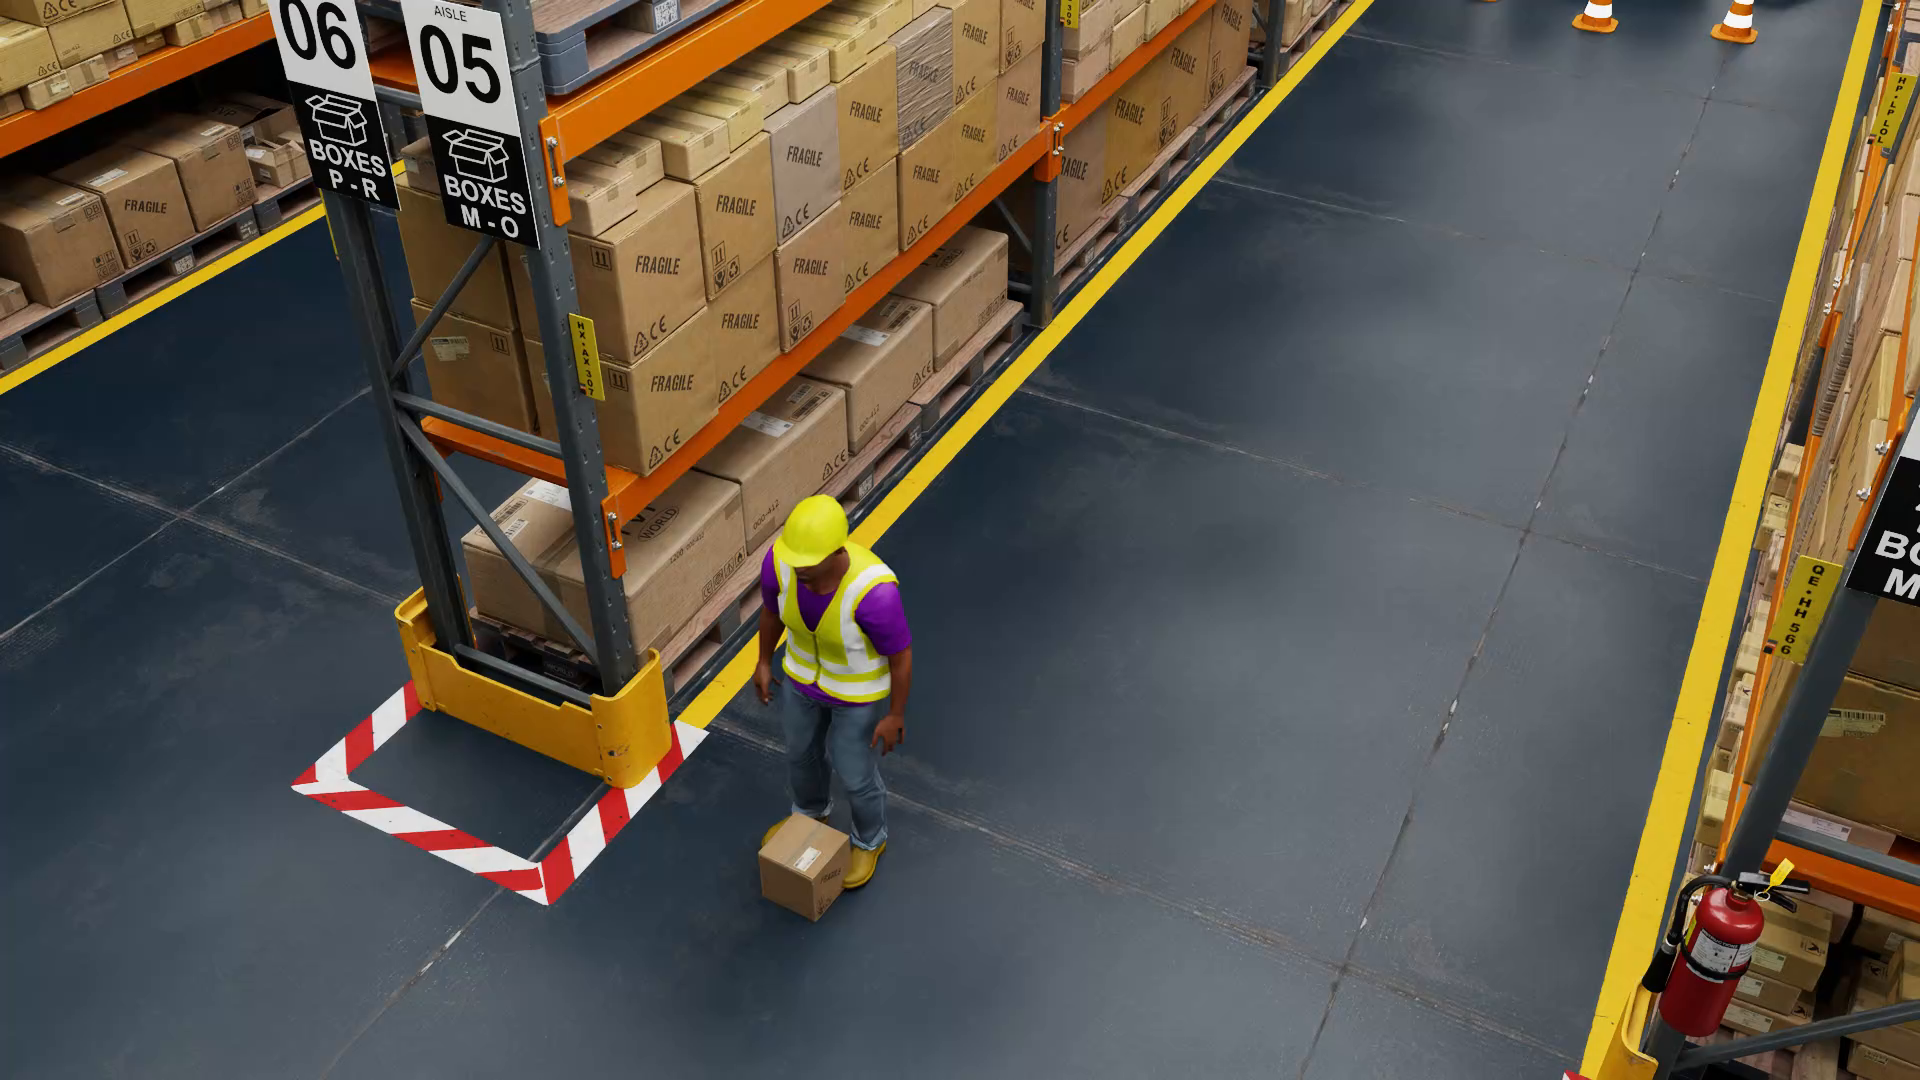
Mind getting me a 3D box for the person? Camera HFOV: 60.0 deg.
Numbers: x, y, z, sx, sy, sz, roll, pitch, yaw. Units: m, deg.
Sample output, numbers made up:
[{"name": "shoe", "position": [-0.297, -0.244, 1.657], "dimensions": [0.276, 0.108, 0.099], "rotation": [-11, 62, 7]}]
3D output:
[{"name": "person", "position": [-0.468, 0.534, 6.044], "dimensions": [0.637, 1.761, 0.455], "rotation": [20, 42, 24]}]
